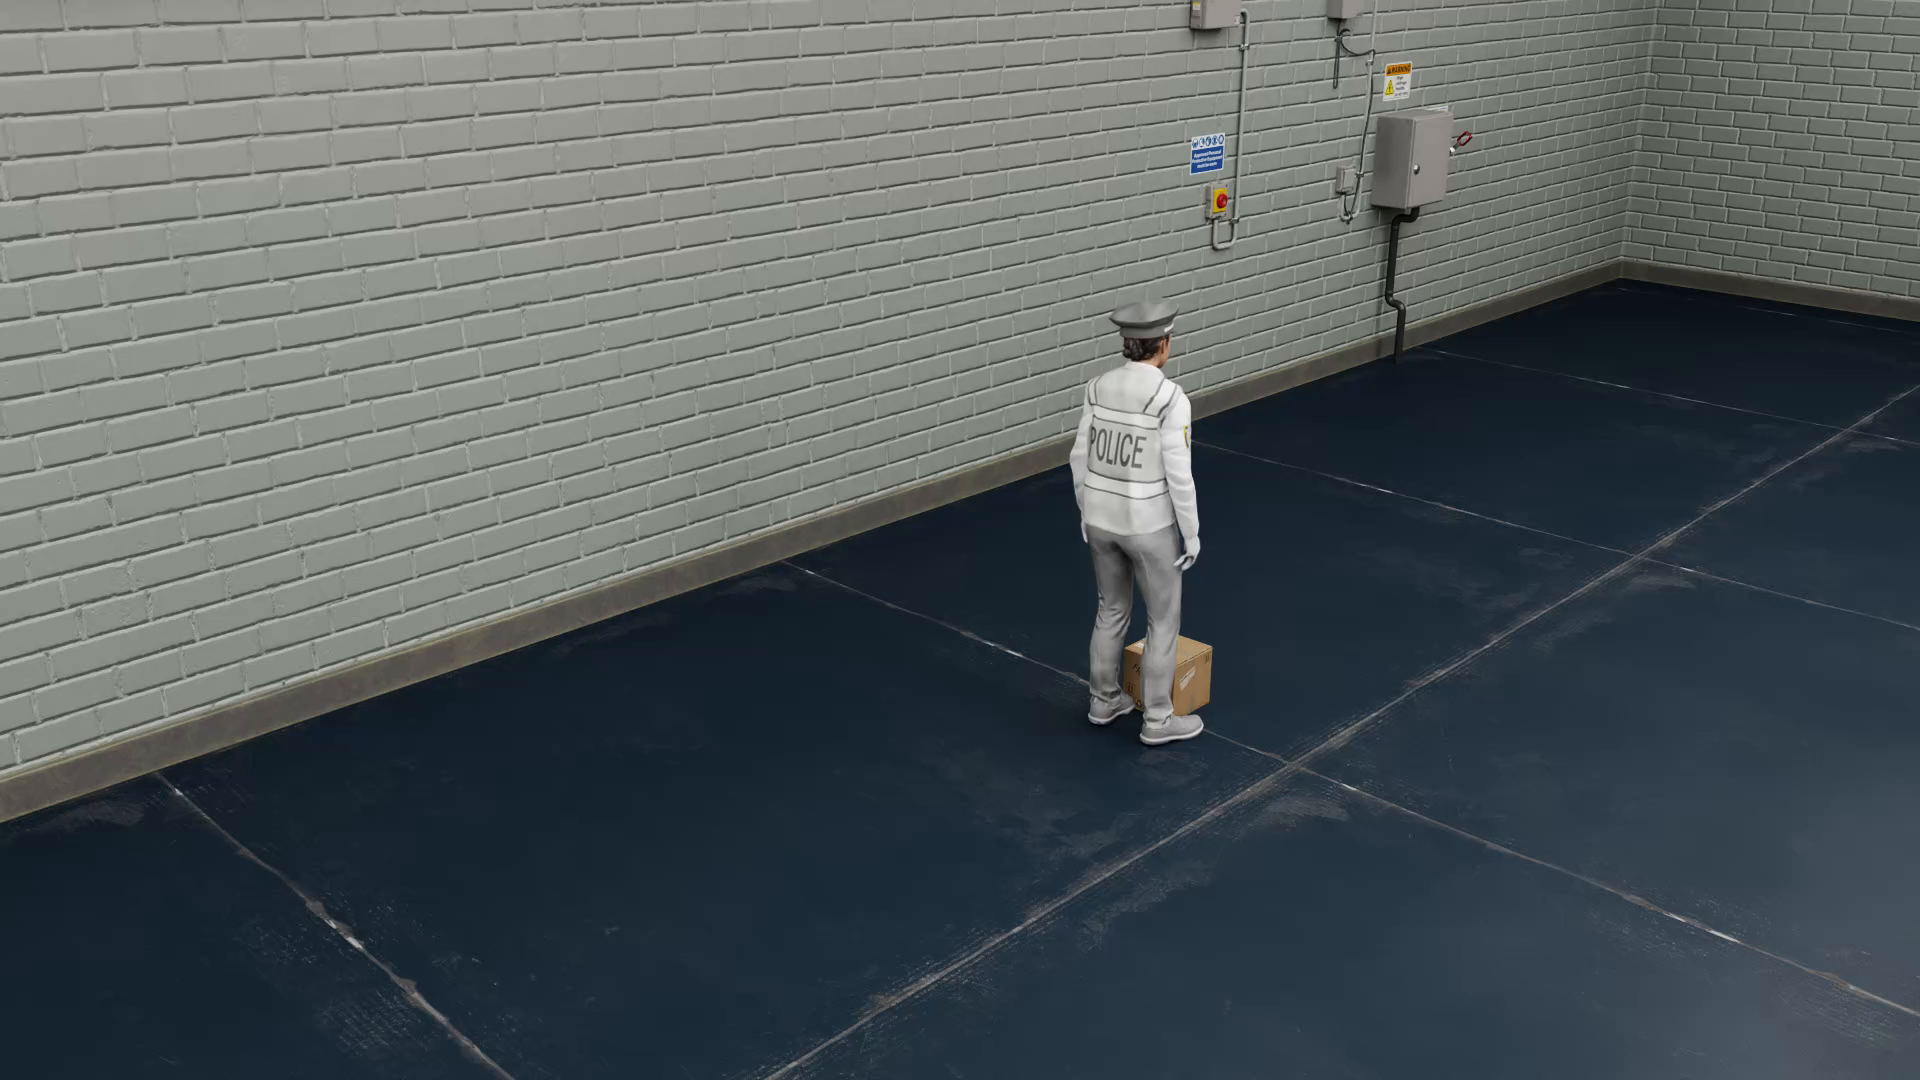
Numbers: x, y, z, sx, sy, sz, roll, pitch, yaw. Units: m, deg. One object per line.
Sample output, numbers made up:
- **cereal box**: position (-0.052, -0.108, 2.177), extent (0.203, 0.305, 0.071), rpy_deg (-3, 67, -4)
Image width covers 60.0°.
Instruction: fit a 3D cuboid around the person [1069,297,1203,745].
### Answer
- **person**: position (0.659, -0.057, 6.226), extent (0.542, 1.662, 0.375), rpy_deg (17, 27, 38)
